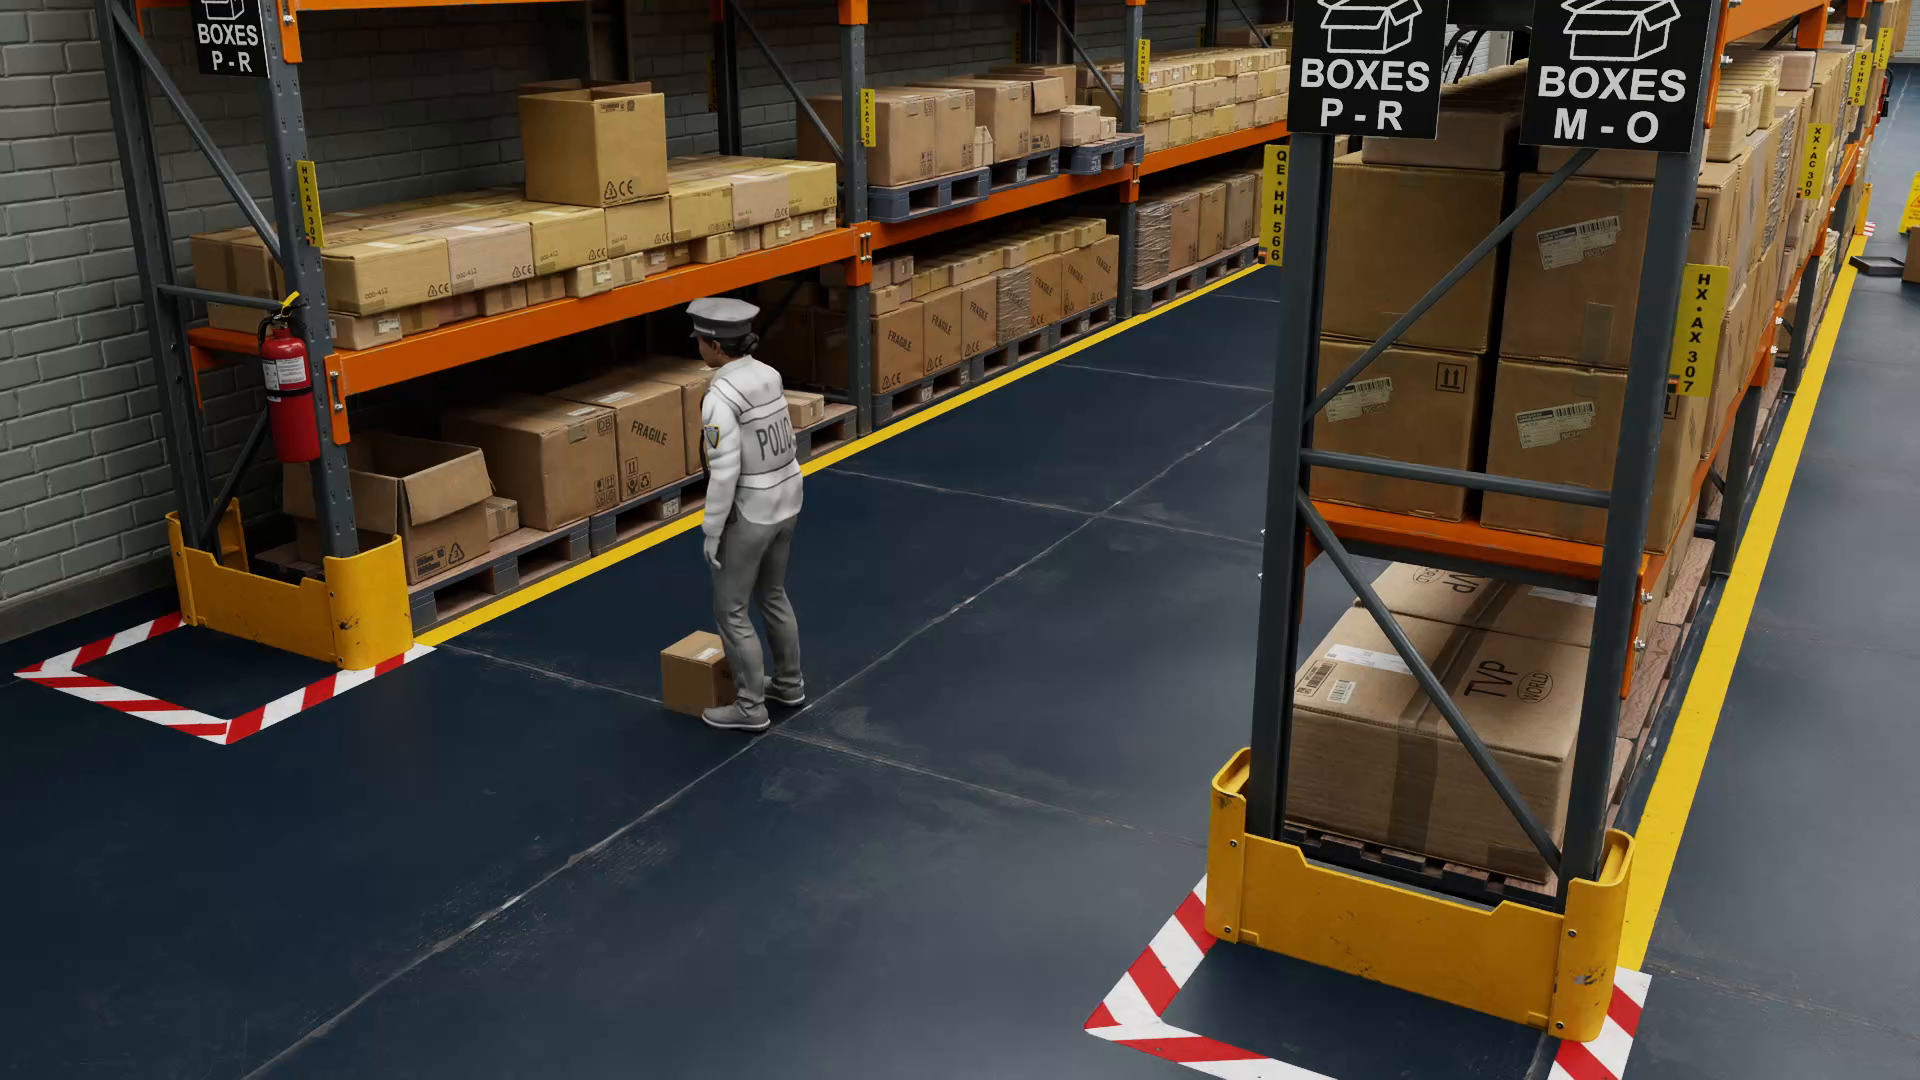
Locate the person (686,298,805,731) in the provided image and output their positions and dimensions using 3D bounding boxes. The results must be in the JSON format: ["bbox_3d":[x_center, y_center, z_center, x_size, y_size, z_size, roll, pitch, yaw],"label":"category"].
[{"bbox_3d":[-0.802,-0.084,6.304,0.374,1.661,0.539,9,22,24],"label":"person"}]
